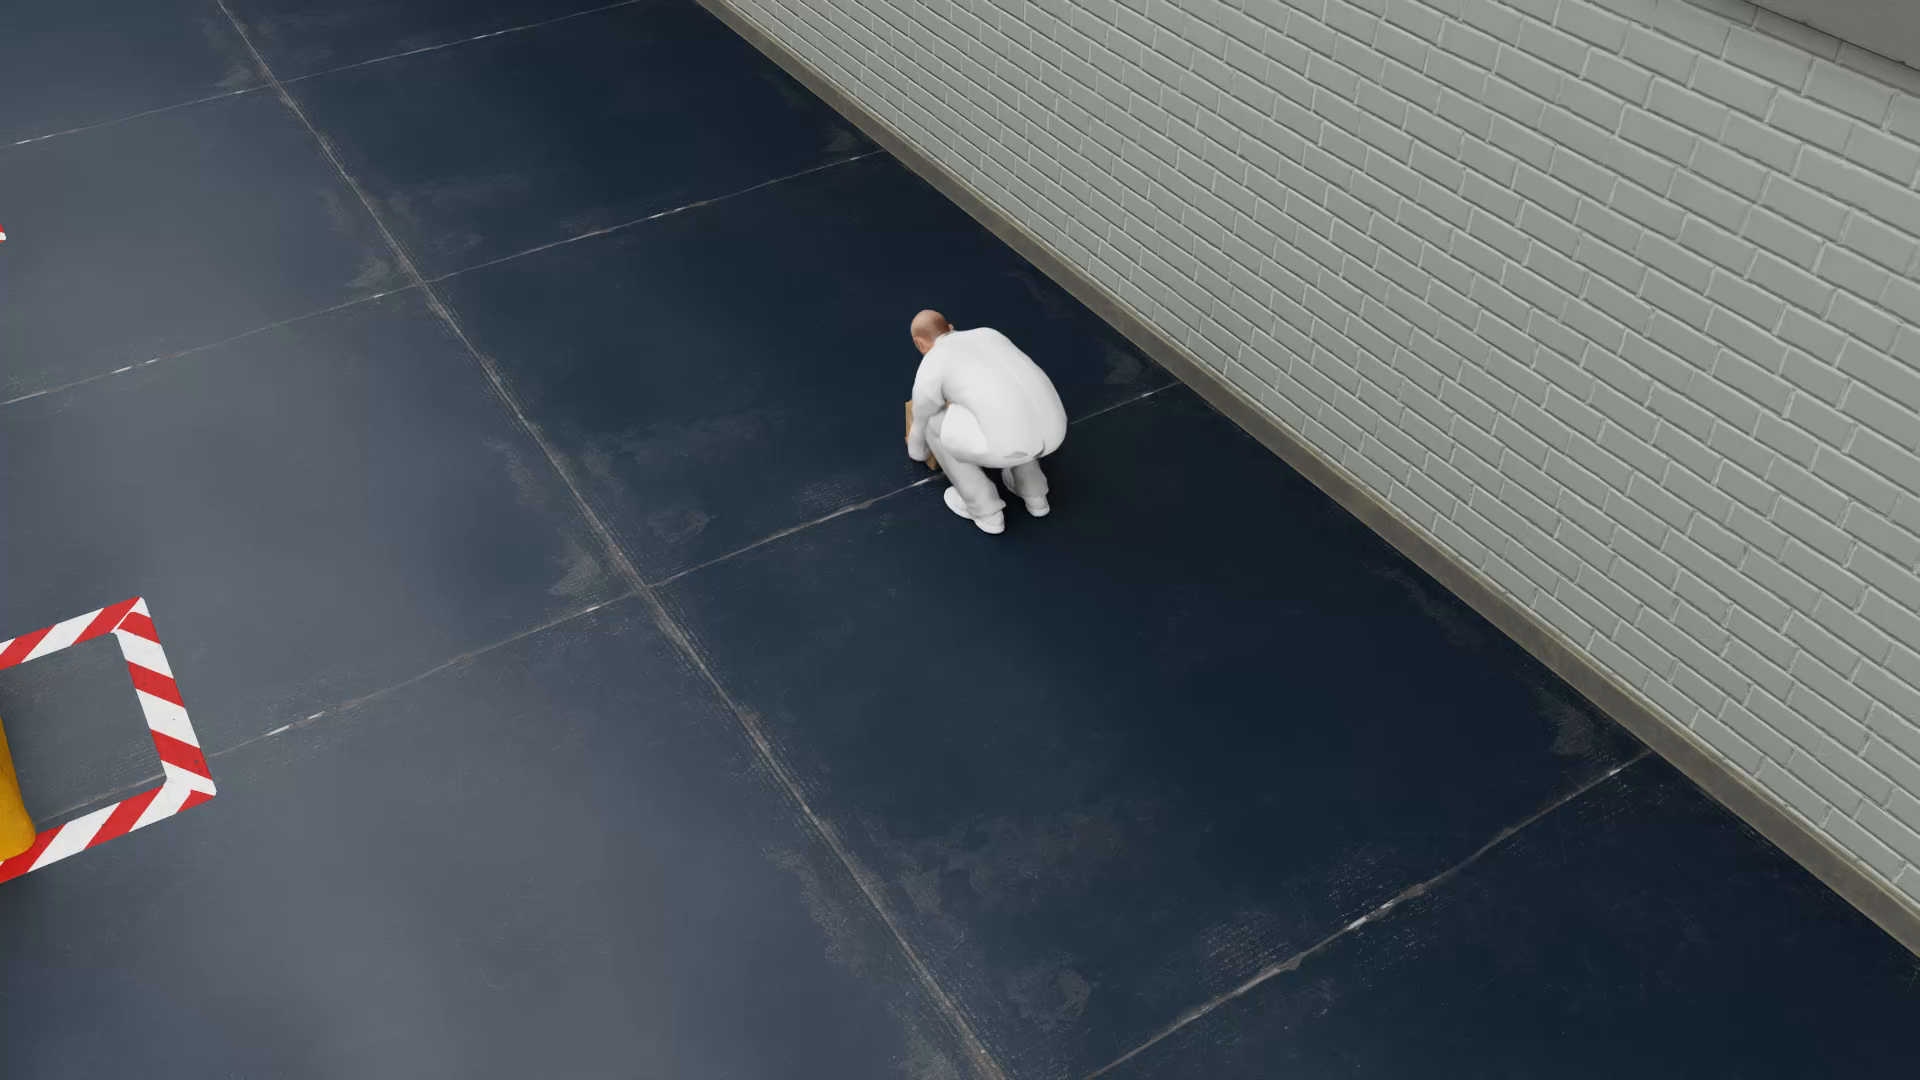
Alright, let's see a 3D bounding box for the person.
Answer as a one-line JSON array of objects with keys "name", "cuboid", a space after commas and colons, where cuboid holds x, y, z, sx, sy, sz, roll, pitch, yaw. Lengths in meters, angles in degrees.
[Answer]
[{"name": "person", "cuboid": [0.101, -0.541, 7.586, 0.577, 0.811, 0.942, -23, 46, -25]}]
